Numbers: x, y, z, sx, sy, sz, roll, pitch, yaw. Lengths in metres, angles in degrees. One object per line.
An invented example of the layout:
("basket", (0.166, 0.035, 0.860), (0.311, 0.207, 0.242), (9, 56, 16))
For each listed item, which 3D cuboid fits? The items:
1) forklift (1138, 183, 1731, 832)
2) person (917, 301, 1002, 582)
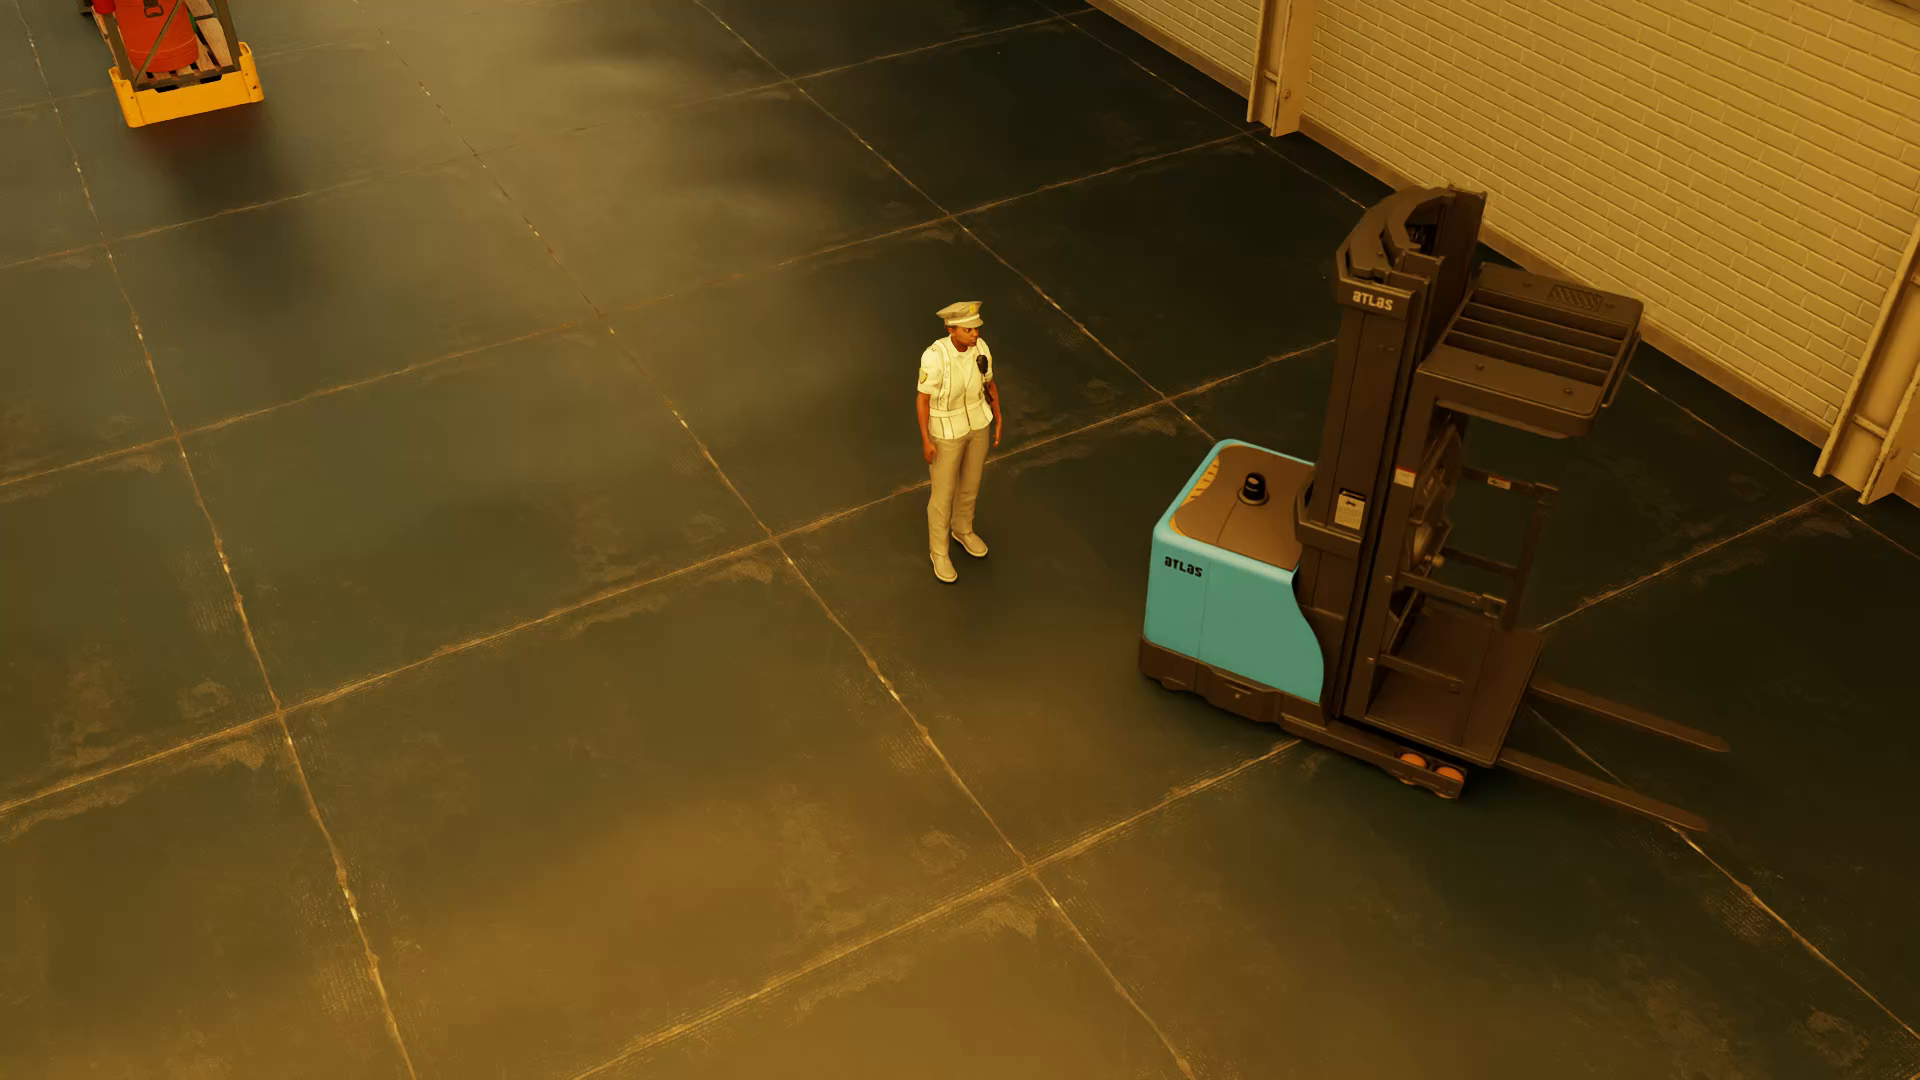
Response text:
("forklift", (2.543, -0.167, 8.237), (3.031, 2.935, 1.130), (20, 44, 22))
("person", (0.020, -0.610, 9.729), (0.570, 1.695, 0.530), (-20, 44, -23))
